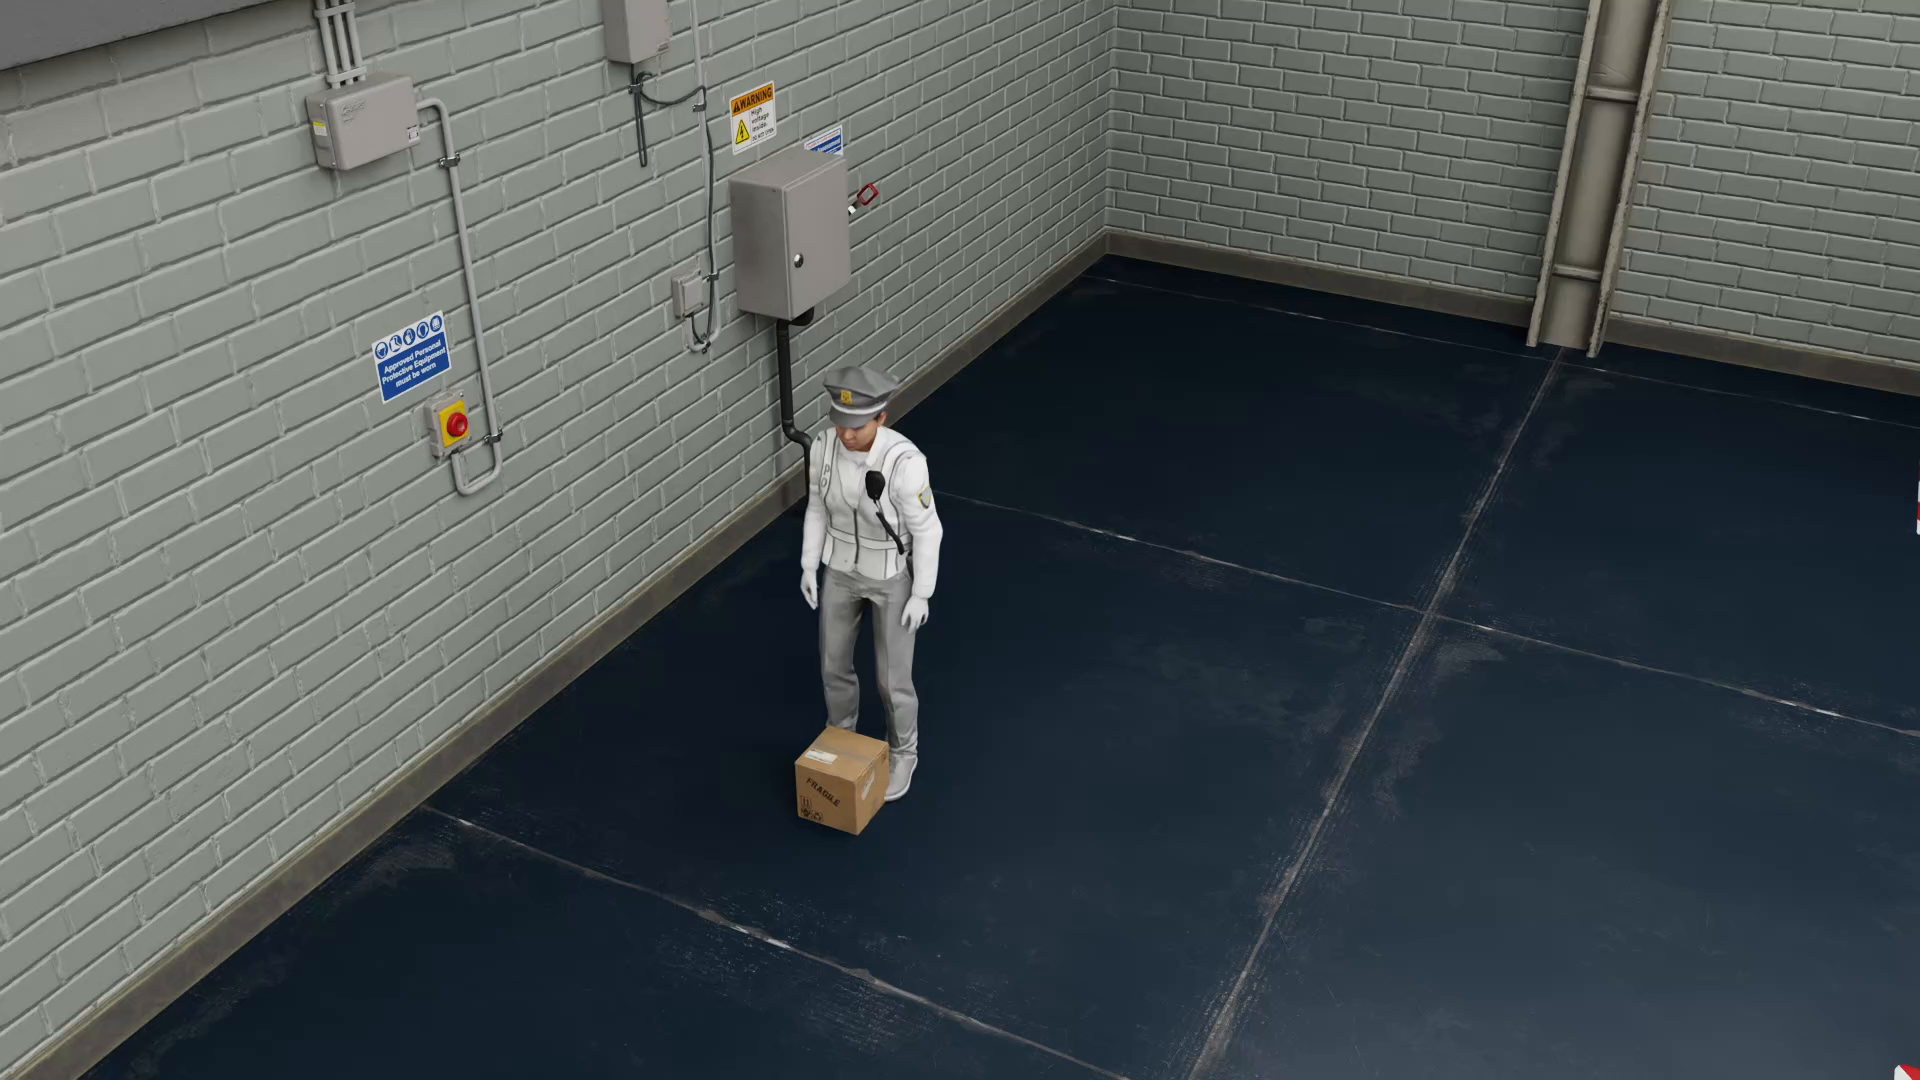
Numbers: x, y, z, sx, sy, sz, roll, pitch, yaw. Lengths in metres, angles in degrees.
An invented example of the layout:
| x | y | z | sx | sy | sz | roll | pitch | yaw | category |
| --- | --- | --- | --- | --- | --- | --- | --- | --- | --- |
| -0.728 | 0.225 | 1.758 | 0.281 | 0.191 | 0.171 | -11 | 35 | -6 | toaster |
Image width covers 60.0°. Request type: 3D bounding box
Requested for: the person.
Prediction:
| x | y | z | sx | sy | sz | roll | pitch | yaw | category |
| --- | --- | --- | --- | --- | --- | --- | --- | --- | --- |
| -0.321 | 0.148 | 5.873 | 0.518 | 1.663 | 0.369 | 13 | 33 | 21 | person |
